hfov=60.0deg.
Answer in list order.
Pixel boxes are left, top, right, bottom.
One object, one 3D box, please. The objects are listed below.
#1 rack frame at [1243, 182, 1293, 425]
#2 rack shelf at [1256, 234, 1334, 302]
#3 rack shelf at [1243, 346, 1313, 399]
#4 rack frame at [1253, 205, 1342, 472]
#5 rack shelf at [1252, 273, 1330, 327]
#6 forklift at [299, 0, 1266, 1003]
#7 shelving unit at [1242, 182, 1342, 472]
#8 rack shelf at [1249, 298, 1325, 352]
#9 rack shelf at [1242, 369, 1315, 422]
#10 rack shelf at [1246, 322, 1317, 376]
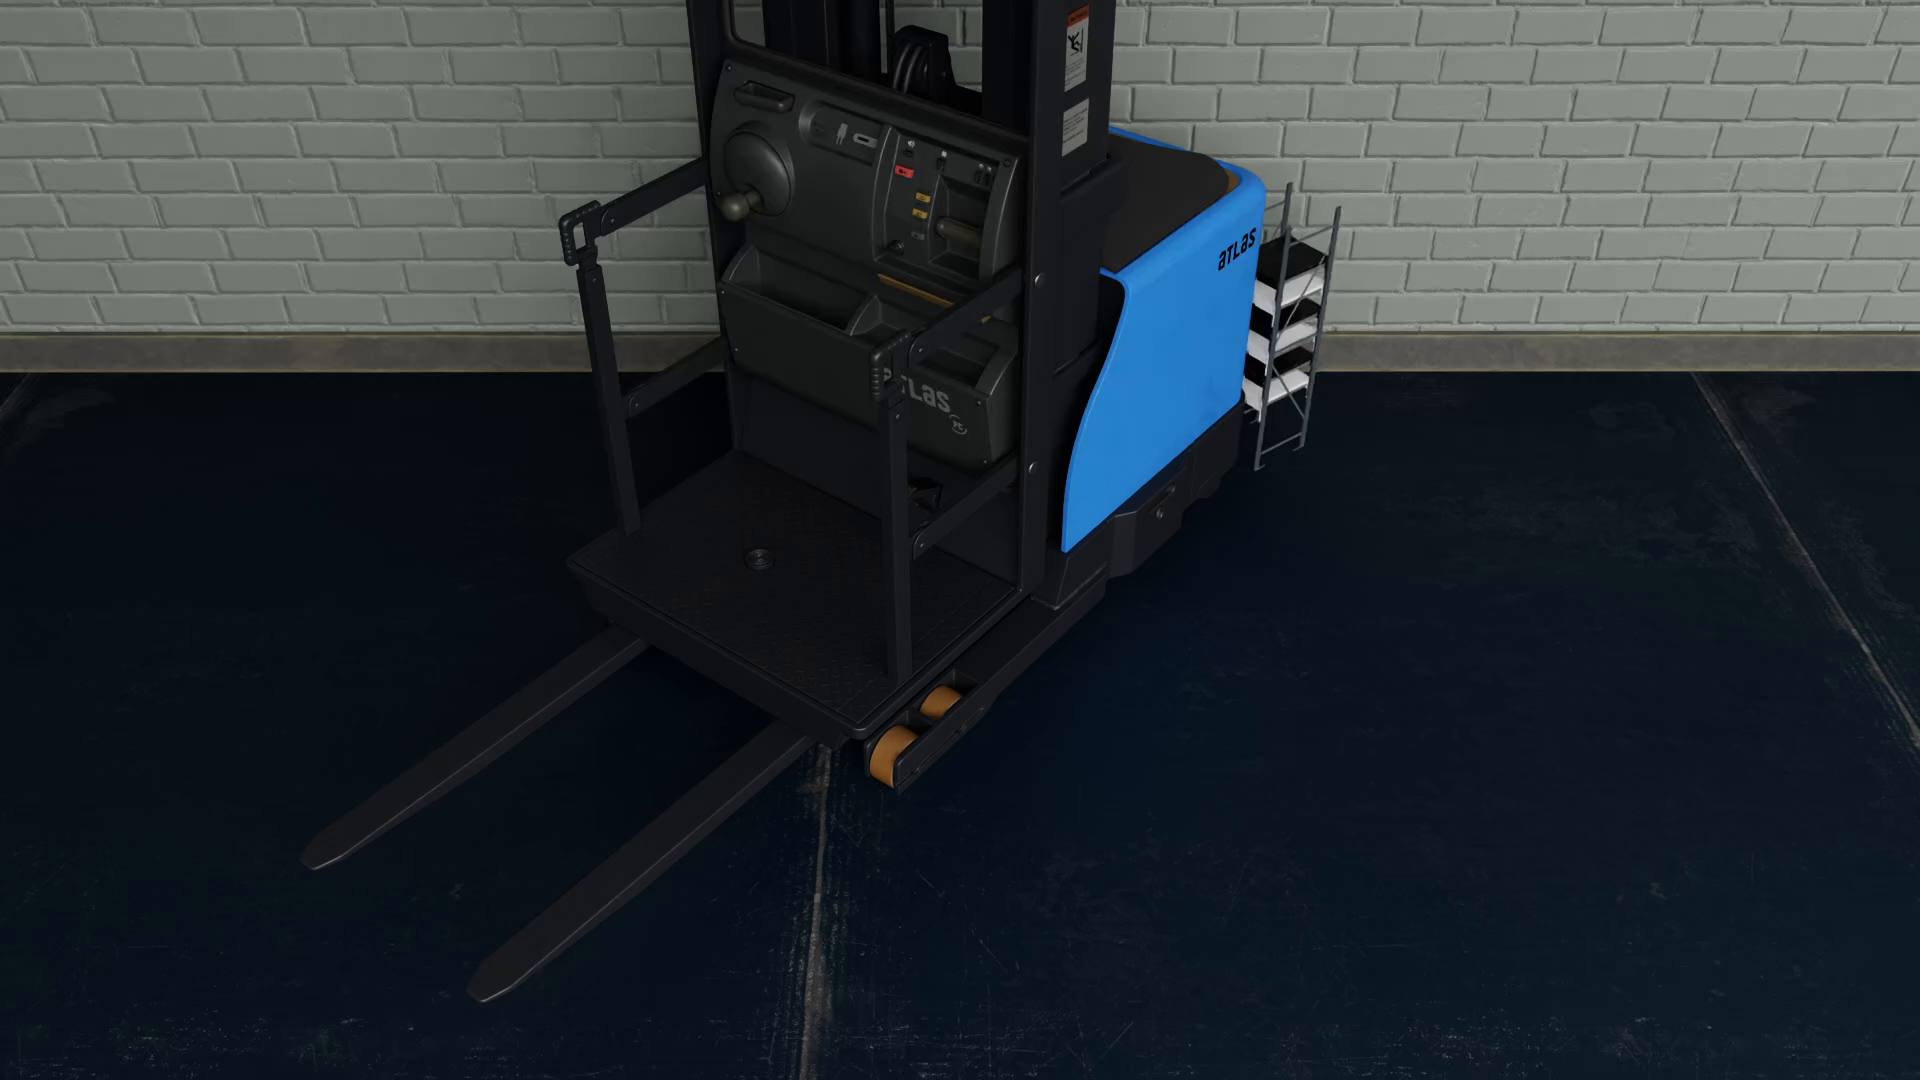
[{"bbox_3d":[0.947,-0.726,5.436,0.240,0.900,0.006,-26,45,-29],"label":"rack frame"},{"bbox_3d":[1.009,-0.860,5.225,0.258,0.077,0.200,-26,45,-29],"label":"rack shelf"},{"bbox_3d":[1.009,-0.579,5.450,0.258,0.077,0.200,-26,45,-29],"label":"rack shelf"},{"bbox_3d":[1.072,-0.625,5.310,0.240,0.900,0.006,-26,45,-29],"label":"rack frame"},{"bbox_3d":[1.009,-0.790,5.281,0.258,0.077,0.200,-26,45,-29],"label":"rack shelf"},{"bbox_3d":[-0.383,-0.834,3.947,1.130,2.935,3.031,26,45,29],"label":"forklift"},{"bbox_3d":[1.009,-0.675,5.373,0.258,0.900,0.210,-26,45,-29],"label":"shelving unit"},{"bbox_3d":[1.009,-0.720,5.338,0.258,0.077,0.200,-26,45,-29],"label":"rack shelf"},{"bbox_3d":[1.009,-0.509,5.507,0.258,0.077,0.200,-26,45,-29],"label":"rack shelf"},{"bbox_3d":[1.009,-0.649,5.394,0.258,0.077,0.200,-26,45,-29],"label":"rack shelf"}]
